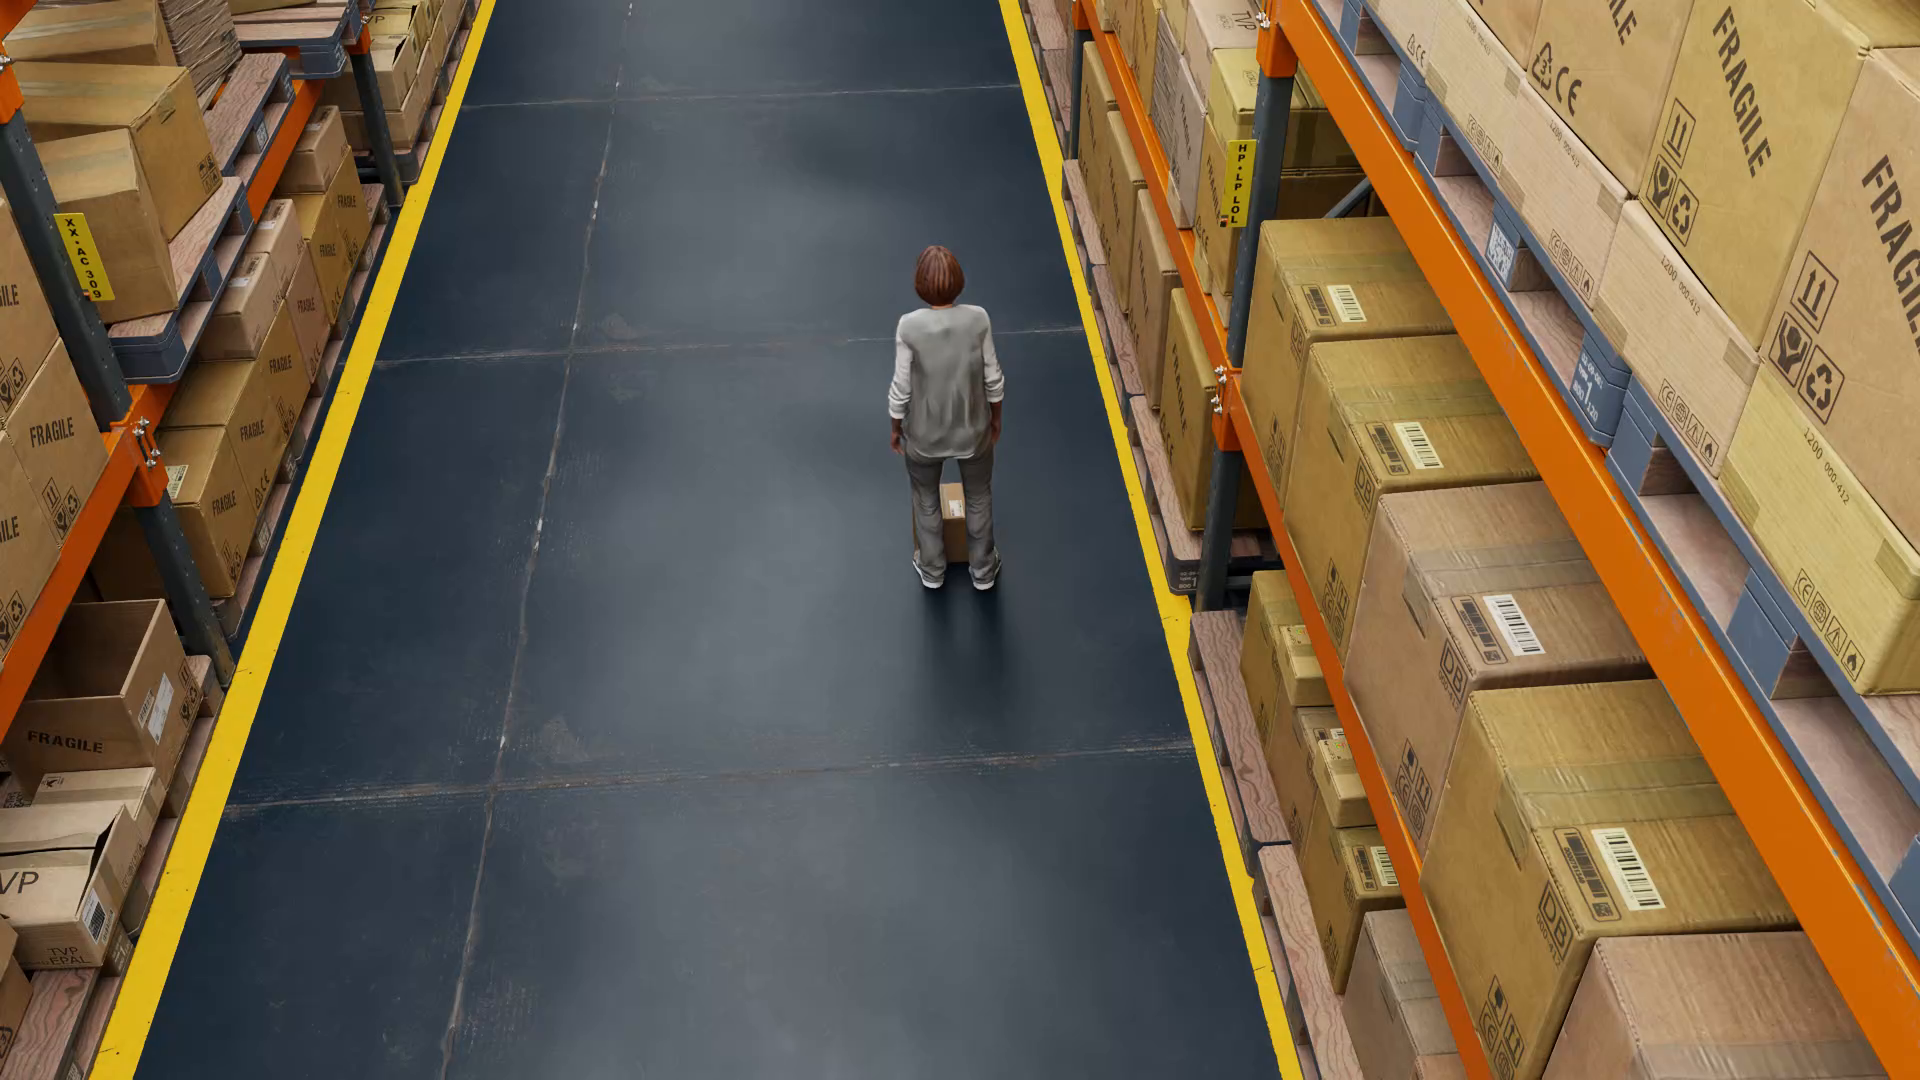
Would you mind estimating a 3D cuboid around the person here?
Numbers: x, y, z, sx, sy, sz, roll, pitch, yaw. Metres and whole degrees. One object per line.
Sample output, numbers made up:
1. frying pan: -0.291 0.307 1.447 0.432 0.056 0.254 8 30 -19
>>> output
1. person: -0.050 -0.448 6.706 0.480 1.591 0.378 -5 40 -6
